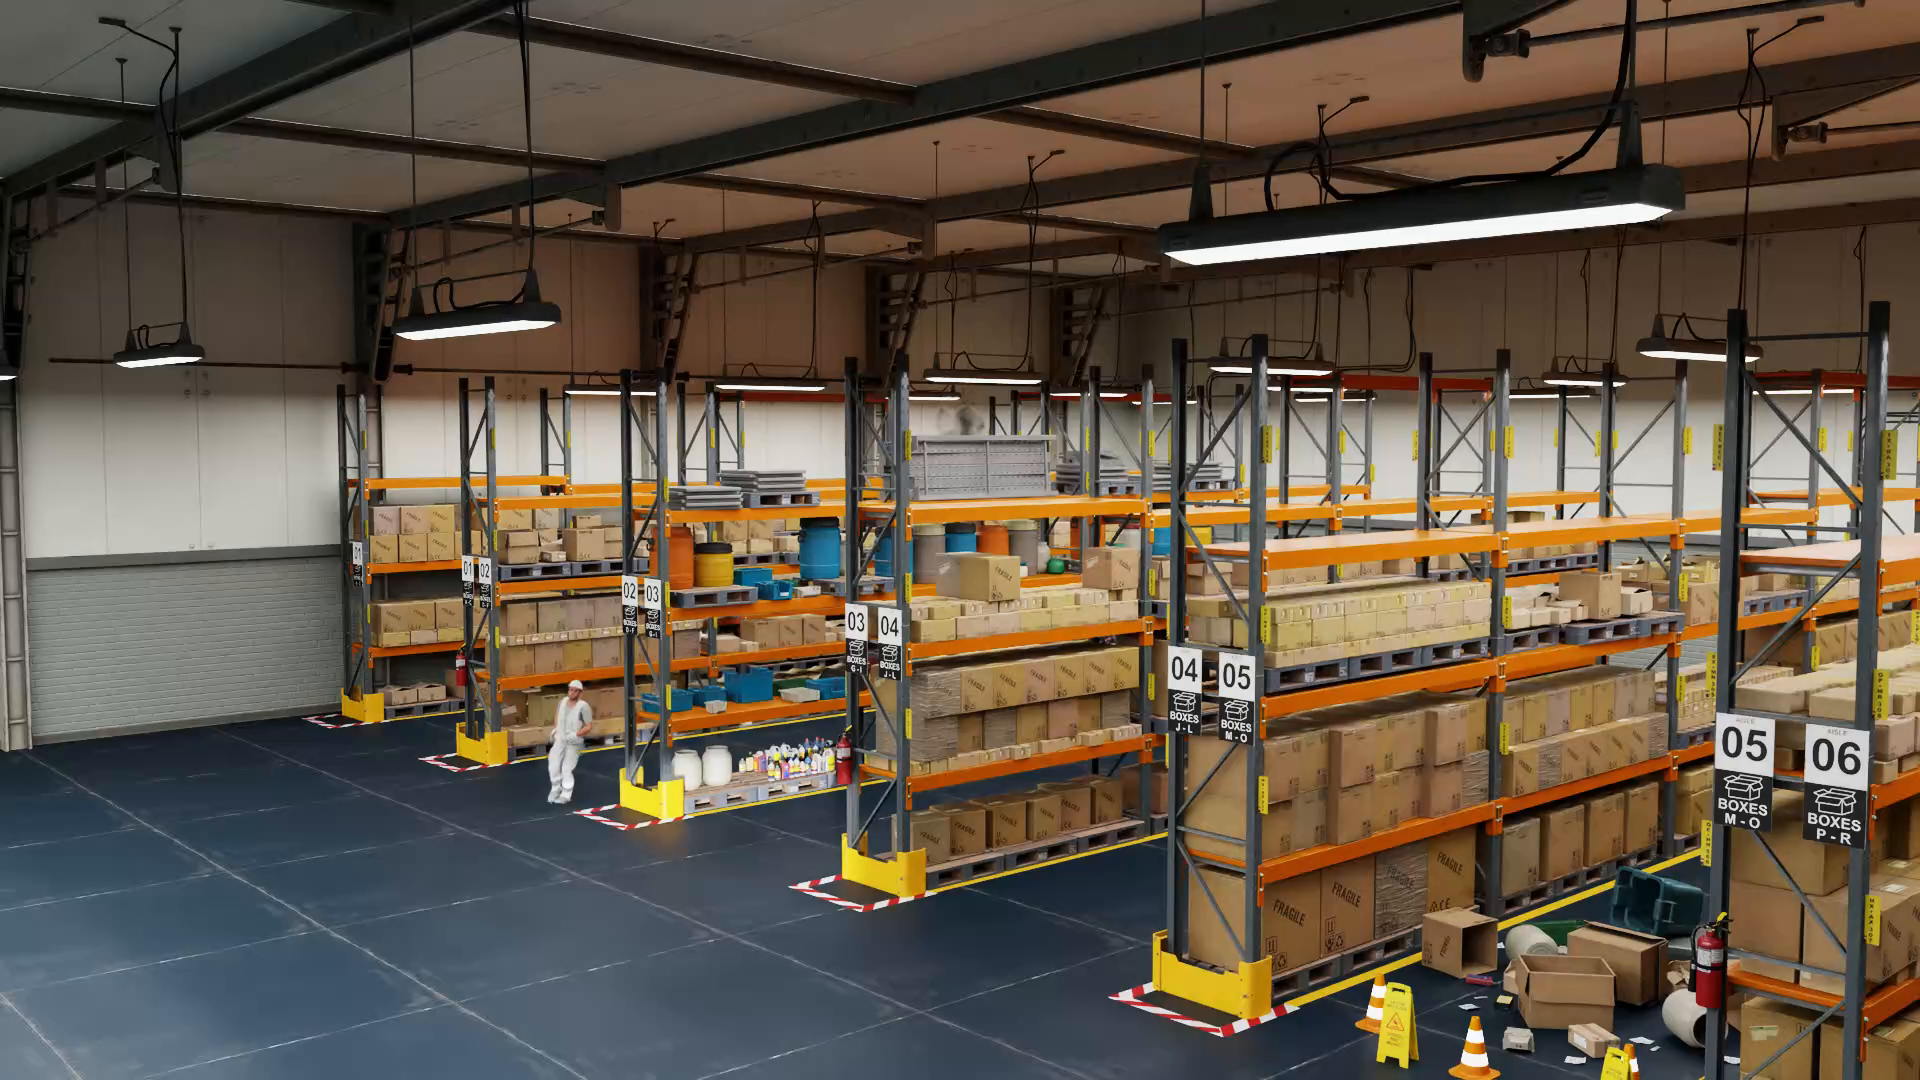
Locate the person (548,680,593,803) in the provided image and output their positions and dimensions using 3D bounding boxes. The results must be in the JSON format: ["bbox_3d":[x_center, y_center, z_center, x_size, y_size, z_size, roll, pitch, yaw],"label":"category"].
[{"bbox_3d":[-5.387,2.785,22.869,0.701,1.731,0.584,1,4,11],"label":"person"}]

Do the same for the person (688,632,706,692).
[{"bbox_3d":[-4.920,2.290,30.663,0.700,1.739,0.801,3,5,39],"label":"person"}]
